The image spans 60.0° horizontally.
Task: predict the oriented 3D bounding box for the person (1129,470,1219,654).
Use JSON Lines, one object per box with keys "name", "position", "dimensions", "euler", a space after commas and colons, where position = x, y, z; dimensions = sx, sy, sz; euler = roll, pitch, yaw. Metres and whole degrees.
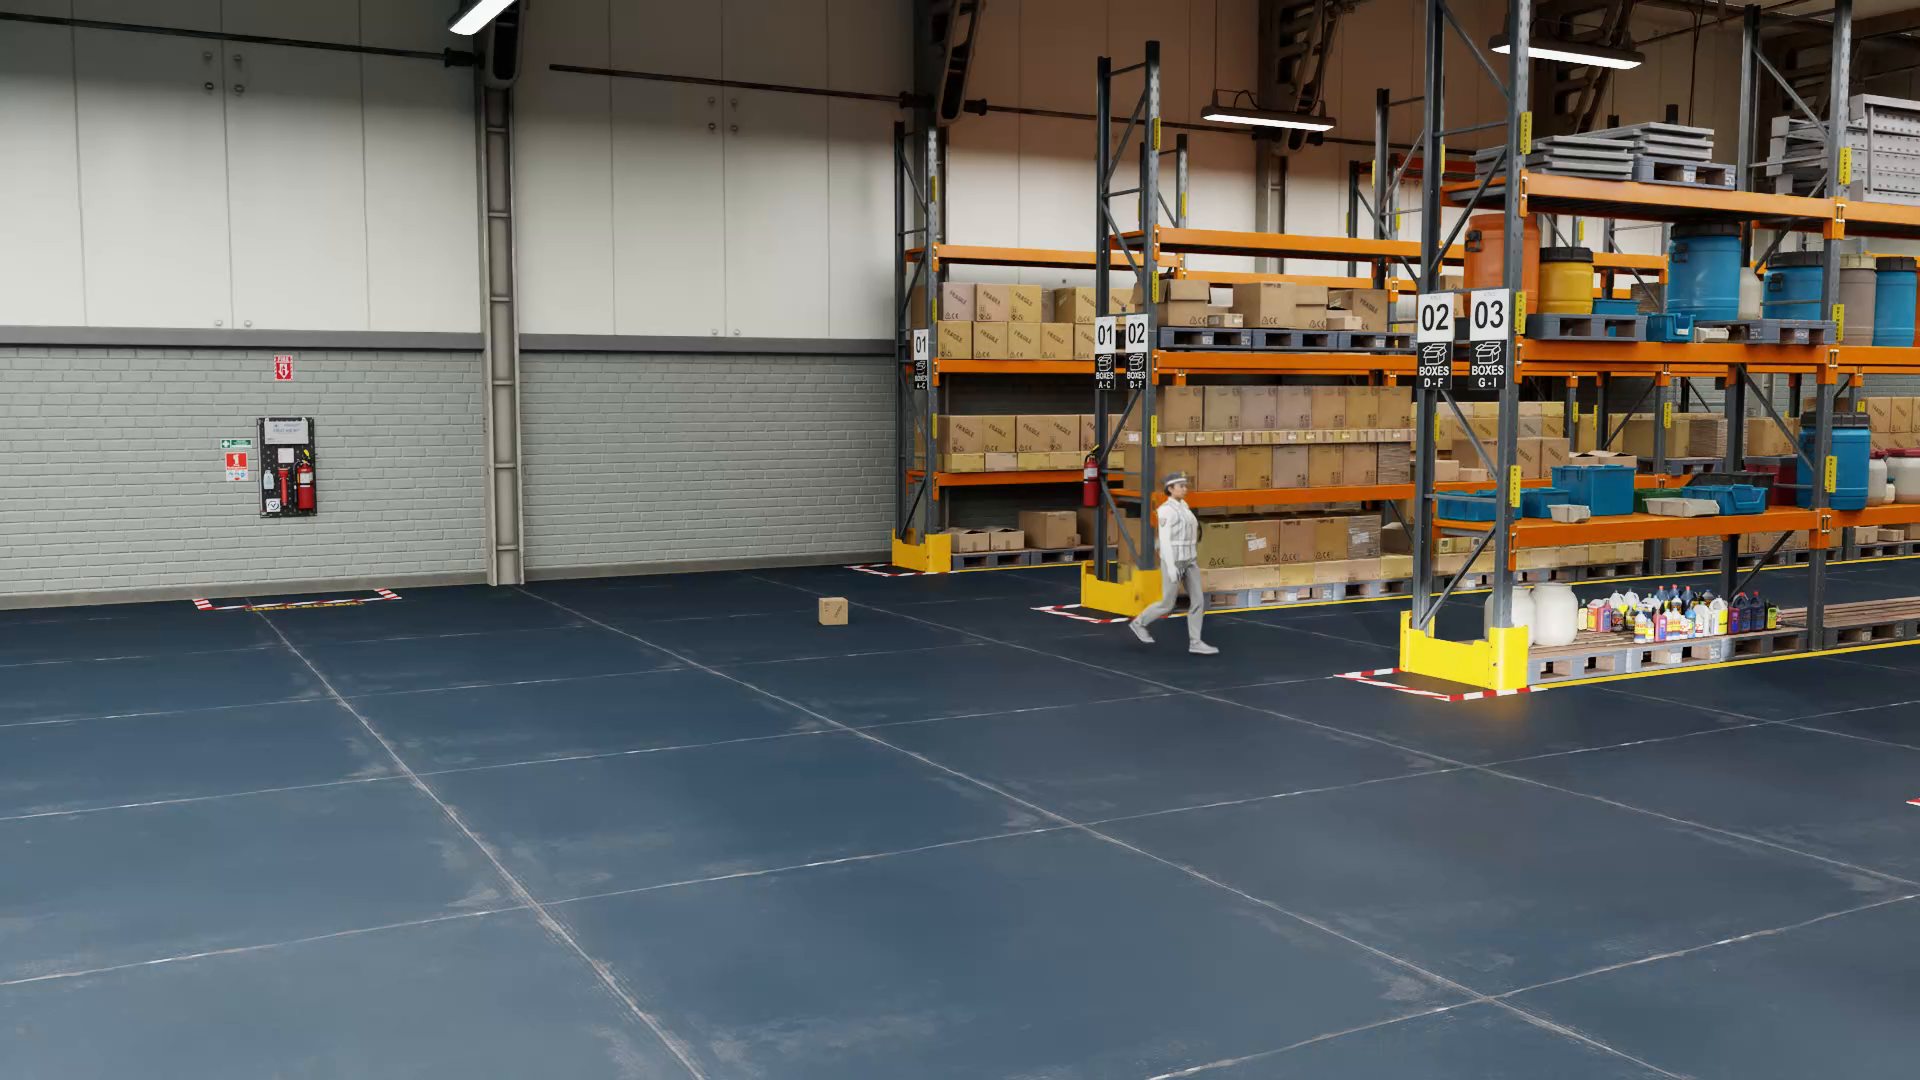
{"name": "person", "position": [1.952, 0.188, 15.141], "dimensions": [0.862, 1.653, 0.496], "euler": [4, 7, 40]}
